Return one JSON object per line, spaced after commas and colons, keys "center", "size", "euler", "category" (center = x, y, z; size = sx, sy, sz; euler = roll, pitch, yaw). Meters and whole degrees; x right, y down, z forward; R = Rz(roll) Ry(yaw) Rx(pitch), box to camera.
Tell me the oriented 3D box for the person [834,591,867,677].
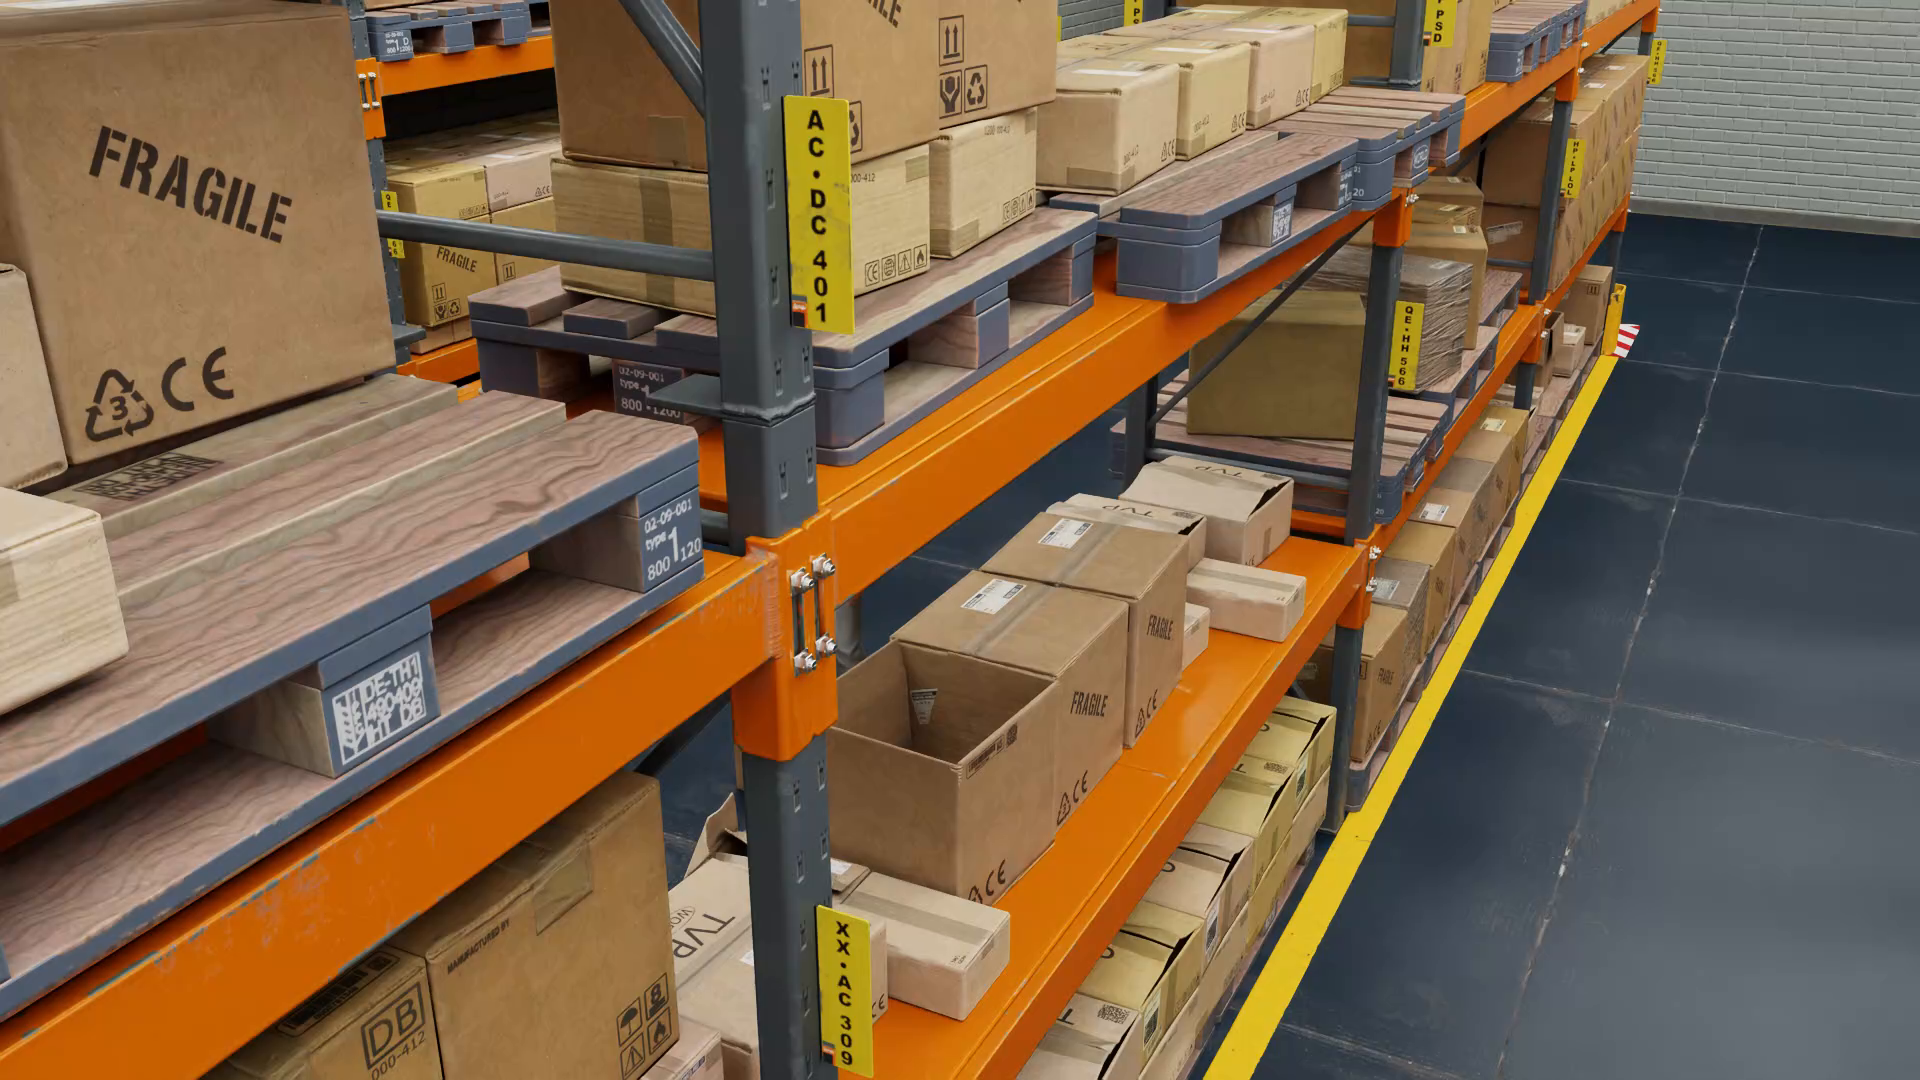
{"center": [-0.574, 0.128, 7.317], "size": [0.437, 1.681, 0.363], "euler": [12, 26, 26], "category": "person"}
